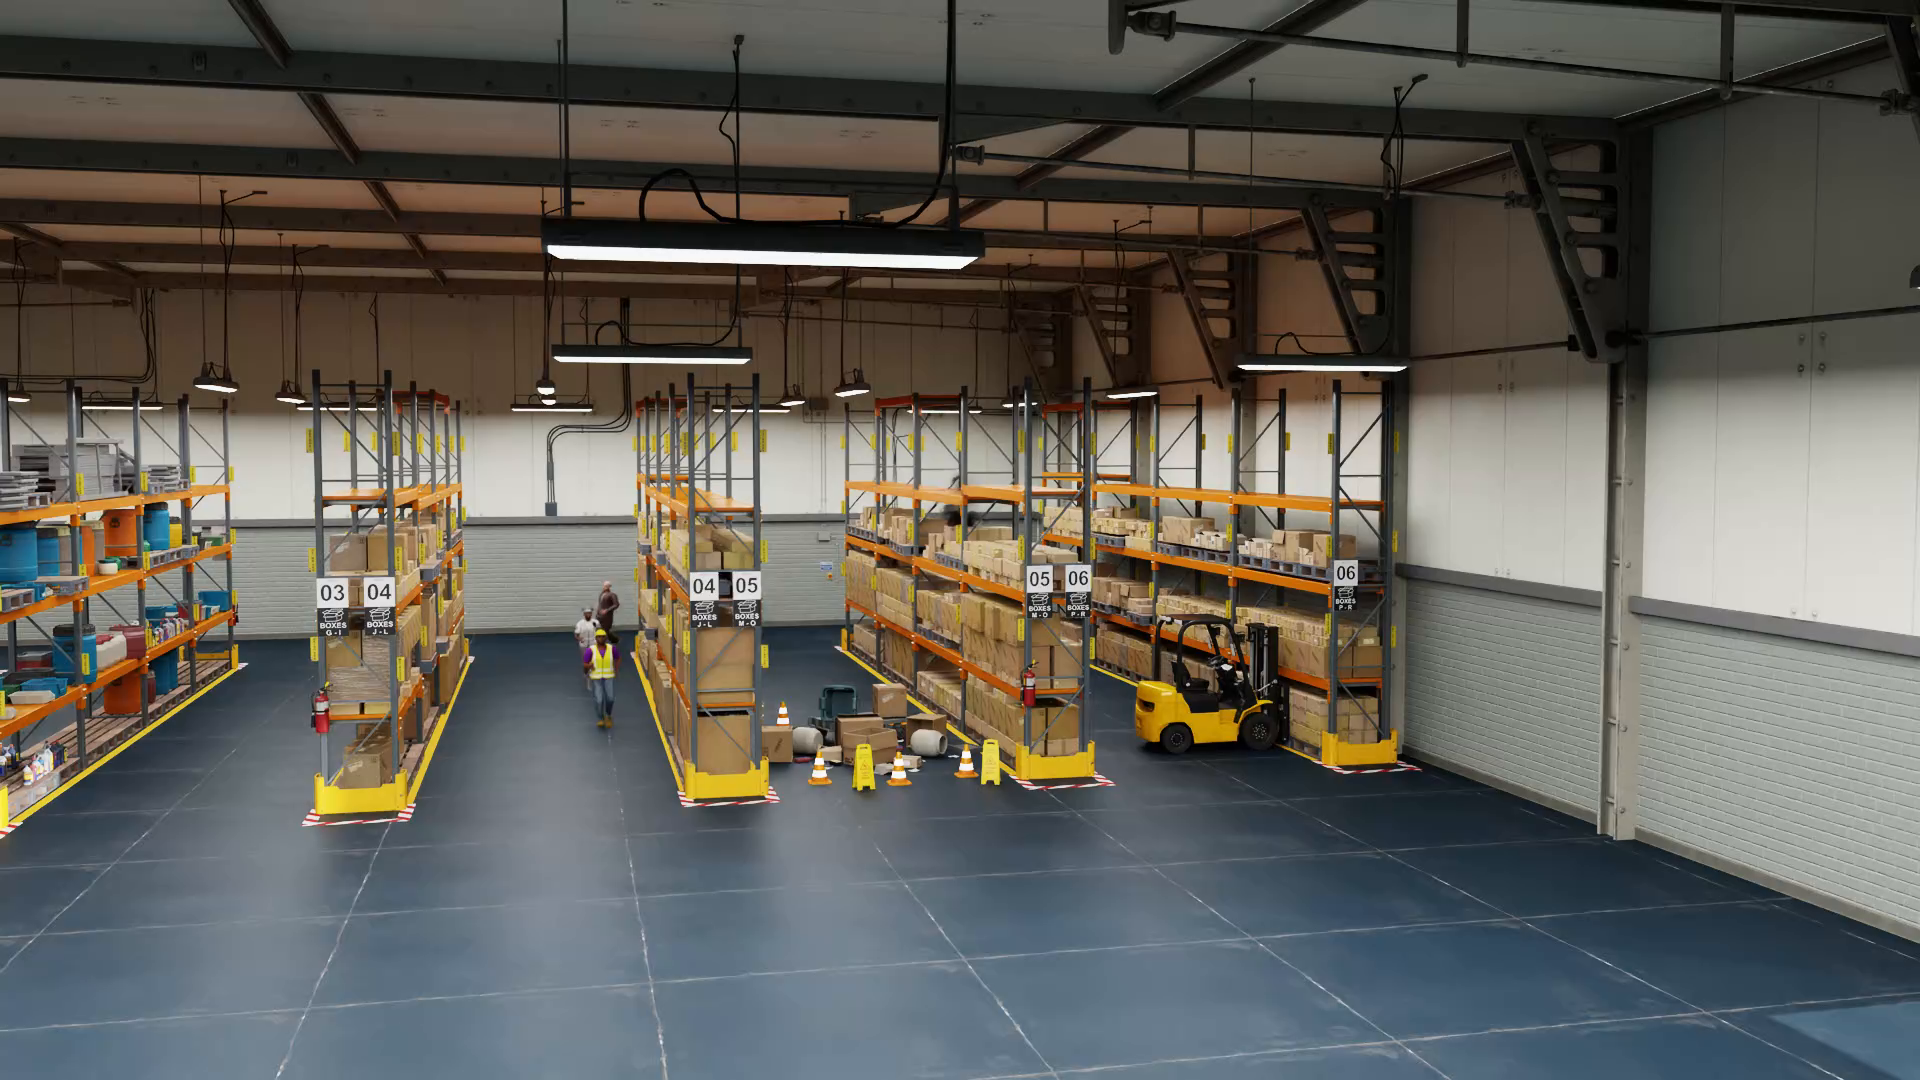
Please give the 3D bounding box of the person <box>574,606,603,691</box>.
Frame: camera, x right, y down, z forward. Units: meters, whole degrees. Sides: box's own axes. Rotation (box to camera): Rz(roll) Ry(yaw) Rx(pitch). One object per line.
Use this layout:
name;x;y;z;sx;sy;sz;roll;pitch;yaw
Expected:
person;-7.626;2.197;34.172;0.591;1.700;0.914;-1;3;-13

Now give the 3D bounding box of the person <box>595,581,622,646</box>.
person;-8.416;1.844;39.754;0.763;1.738;0.928;3;4;42

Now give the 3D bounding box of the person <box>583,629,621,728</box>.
person;-6.264;2.443;29.185;0.680;1.750;0.624;-1;3;-16
